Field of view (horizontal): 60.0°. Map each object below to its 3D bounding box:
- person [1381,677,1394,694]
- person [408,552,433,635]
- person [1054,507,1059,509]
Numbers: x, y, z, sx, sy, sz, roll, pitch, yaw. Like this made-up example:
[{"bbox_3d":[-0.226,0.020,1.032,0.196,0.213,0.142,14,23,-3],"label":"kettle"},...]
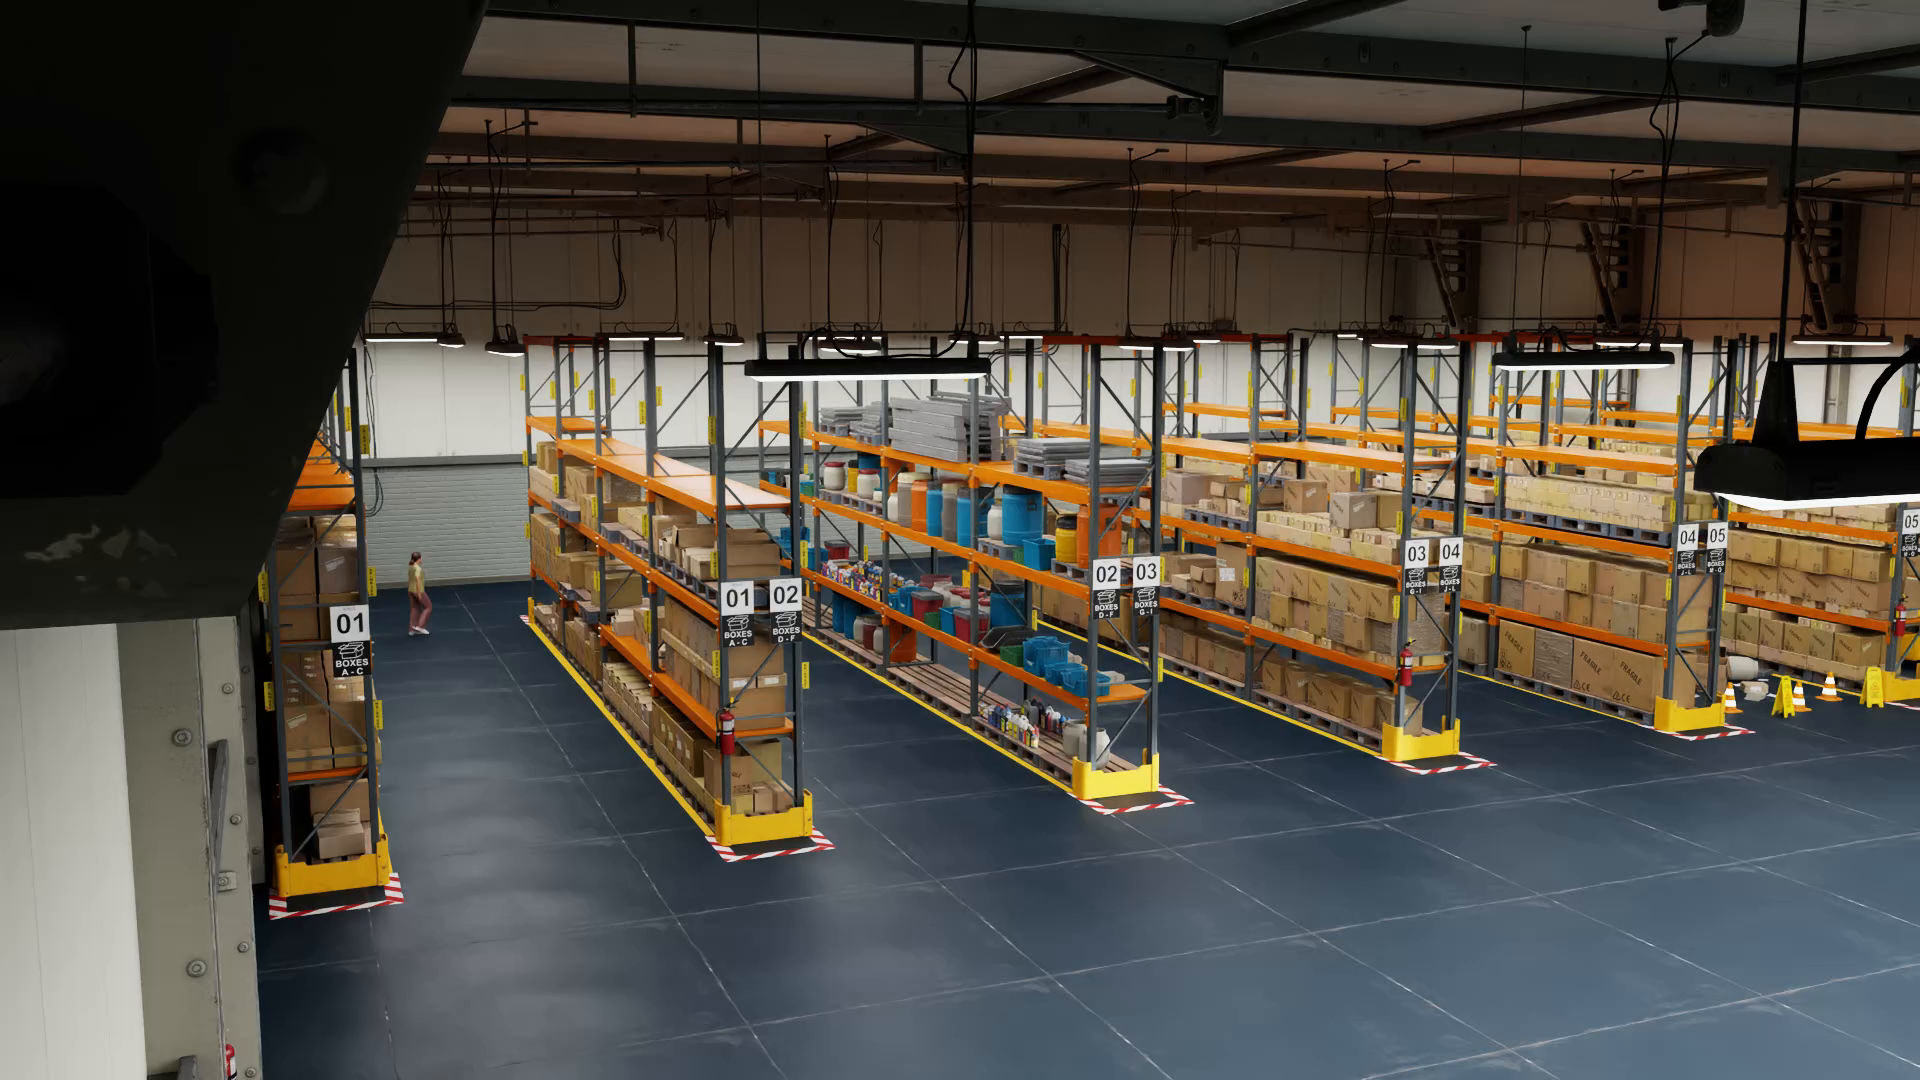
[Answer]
[{"bbox_3d":[7.204,1.796,27.957,0.632,1.680,0.791,-3,8,-21],"label":"person"},{"bbox_3d":[-10.873,1.068,33.329,0.496,1.672,0.447,6,10,39],"label":"person"},{"bbox_3d":[2.419,0.012,41.165,0.803,1.699,0.537,-7,10,-41],"label":"person"}]
